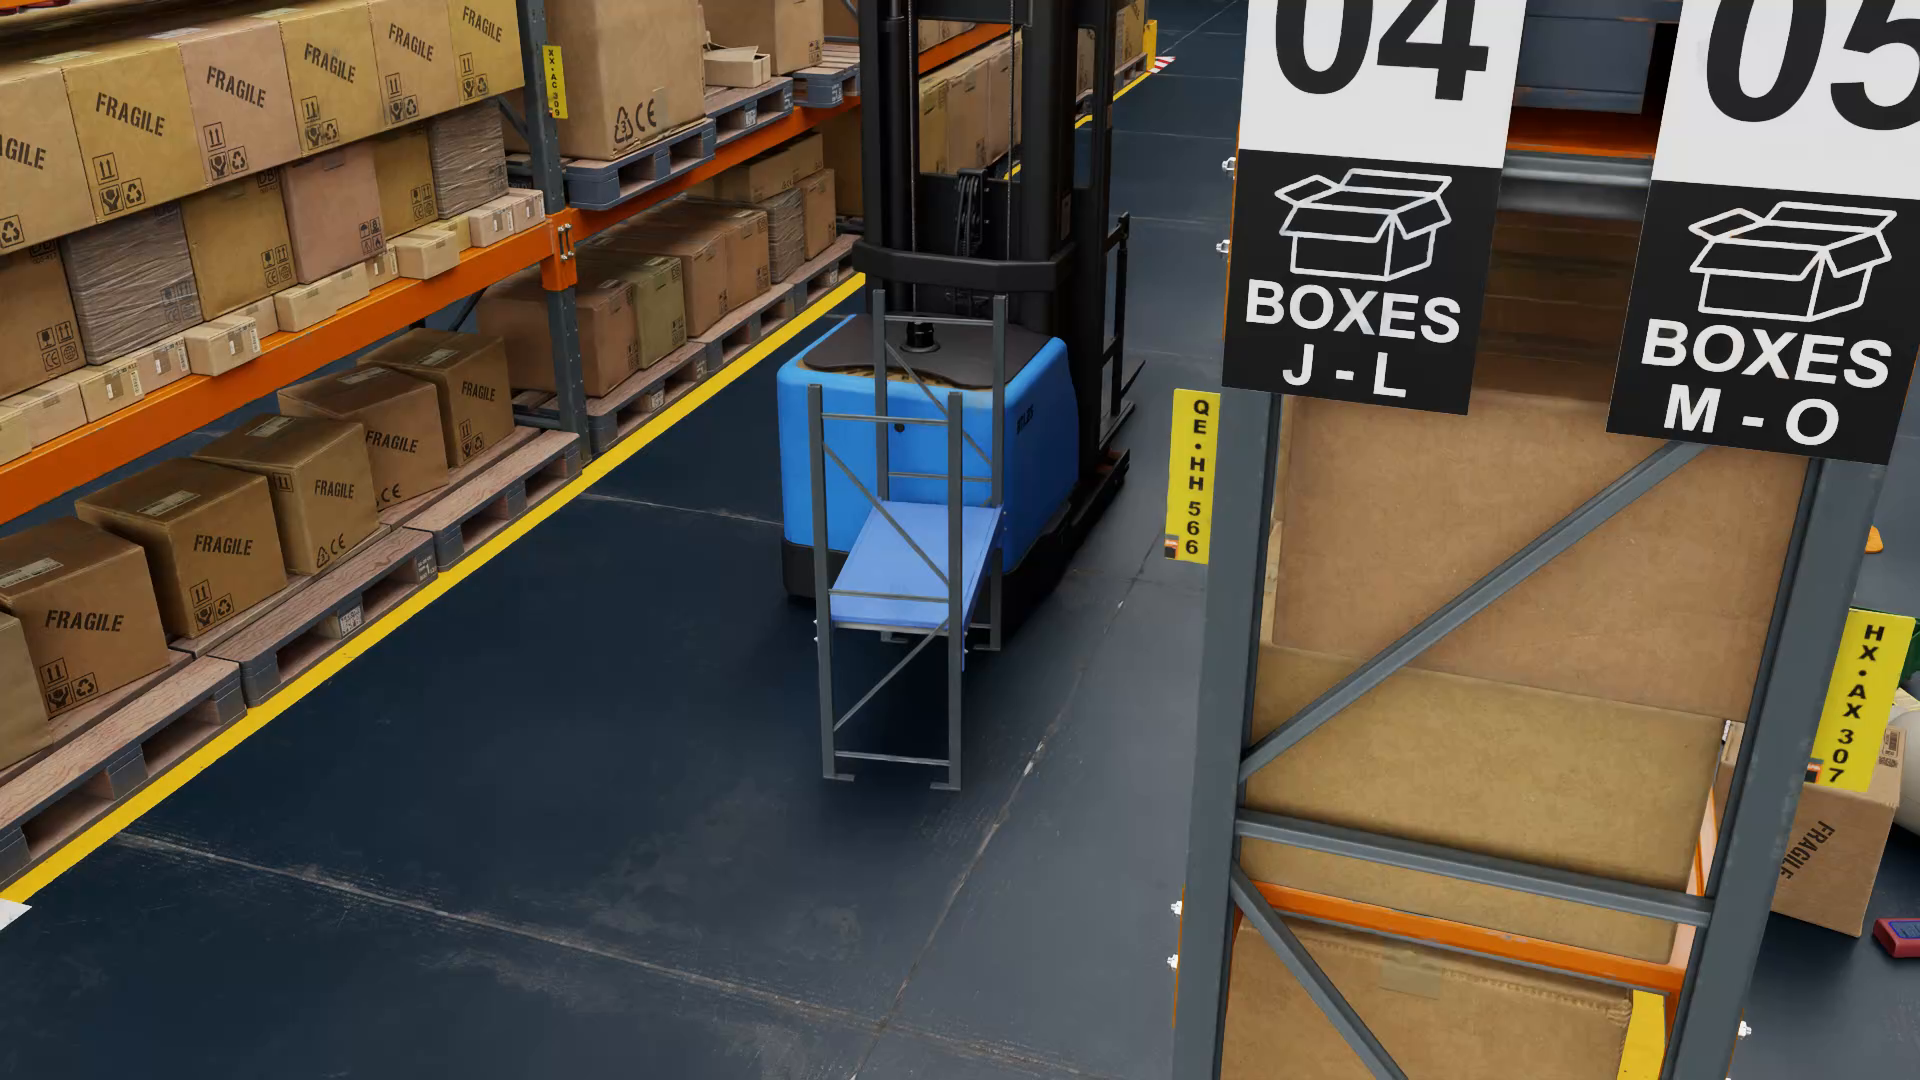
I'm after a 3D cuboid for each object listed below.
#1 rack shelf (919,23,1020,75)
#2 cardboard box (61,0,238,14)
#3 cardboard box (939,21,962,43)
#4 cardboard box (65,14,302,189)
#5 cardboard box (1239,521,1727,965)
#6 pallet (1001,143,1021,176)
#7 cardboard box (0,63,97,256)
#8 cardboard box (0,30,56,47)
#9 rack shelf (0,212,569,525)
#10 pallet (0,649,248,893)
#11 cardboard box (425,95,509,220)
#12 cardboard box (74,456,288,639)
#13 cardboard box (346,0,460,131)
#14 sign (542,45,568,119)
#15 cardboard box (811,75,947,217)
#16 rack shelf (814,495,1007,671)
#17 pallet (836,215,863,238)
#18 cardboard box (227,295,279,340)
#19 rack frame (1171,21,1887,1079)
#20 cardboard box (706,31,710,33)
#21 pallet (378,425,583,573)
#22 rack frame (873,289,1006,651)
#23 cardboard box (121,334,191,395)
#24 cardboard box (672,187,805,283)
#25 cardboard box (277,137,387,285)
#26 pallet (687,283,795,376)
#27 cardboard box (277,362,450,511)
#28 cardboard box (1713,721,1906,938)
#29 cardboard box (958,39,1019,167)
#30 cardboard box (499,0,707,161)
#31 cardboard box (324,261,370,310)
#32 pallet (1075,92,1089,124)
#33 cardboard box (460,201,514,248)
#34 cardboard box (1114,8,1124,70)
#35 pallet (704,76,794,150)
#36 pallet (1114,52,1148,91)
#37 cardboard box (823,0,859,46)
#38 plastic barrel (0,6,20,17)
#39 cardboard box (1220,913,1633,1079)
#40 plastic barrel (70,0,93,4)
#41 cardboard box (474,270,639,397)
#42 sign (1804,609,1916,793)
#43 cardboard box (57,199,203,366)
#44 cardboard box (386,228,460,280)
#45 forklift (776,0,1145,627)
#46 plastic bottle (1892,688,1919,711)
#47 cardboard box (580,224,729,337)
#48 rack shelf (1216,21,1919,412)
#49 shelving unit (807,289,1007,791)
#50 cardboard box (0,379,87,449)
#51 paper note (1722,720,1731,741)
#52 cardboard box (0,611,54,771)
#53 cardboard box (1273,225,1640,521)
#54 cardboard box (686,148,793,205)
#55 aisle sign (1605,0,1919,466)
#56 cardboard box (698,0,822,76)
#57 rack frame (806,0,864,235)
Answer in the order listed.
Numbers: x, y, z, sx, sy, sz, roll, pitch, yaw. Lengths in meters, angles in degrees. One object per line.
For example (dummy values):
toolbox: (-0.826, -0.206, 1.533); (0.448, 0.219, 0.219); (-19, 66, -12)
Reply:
rack shelf: (-0.391, -3.942, 13.275); (1.077, 0.370, 4.000); (9, 27, 17)
cardboard box: (-3.109, -1.870, 6.567); (0.500, 0.500, 0.500); (9, 27, 17)
cardboard box: (-0.302, -4.073, 12.605); (0.500, 0.500, 0.500); (8, 27, 17)
cardboard box: (-2.780, -1.588, 5.985); (0.500, 0.500, 0.500); (9, 27, 17)
cardboard box: (1.006, 0.378, 3.356); (0.875, 0.550, 0.550); (9, 27, 17)
pallet: (0.089, -3.505, 14.746); (1.003, 0.211, 1.213); (9, 27, 17)
cardboard box: (-3.106, -1.176, 5.134); (0.500, 0.500, 0.500); (9, 27, 17)
cardboard box: (-3.439, -1.459, 5.717); (0.500, 0.500, 0.500); (9, 27, 17)
rack shelf: (-3.053, -0.655, 6.485); (1.077, 0.370, 4.000); (9, 27, 17)
pallet: (-3.390, 0.739, 5.982); (1.003, 0.211, 1.213); (9, 27, 17)
cardboard box: (-2.596, -1.803, 7.576); (0.875, 0.500, 0.500); (9, 27, 17)
cardboard box: (-3.102, 0.020, 6.653); (0.500, 0.500, 0.500); (11, 28, 22)
cardboard box: (-2.443, -1.999, 6.833); (0.500, 0.500, 0.500); (9, 27, 17)
sign: (-1.874, -2.114, 7.682); (0.100, 0.325, 0.005); (9, 27, 17)
cardboard box: (-0.807, -2.957, 12.372); (1.225, 0.875, 0.875); (7, 27, 15)
rack shelf: (-0.160, 0.137, 6.159); (0.538, 0.185, 1.000); (4, 26, 8)
pallet: (-0.723, -2.502, 12.675); (1.003, 0.211, 1.213); (9, 27, 17)
cardboard box: (-2.850, -0.850, 6.352); (0.380, 0.149, 0.250); (9, 27, 17)
rack frame: (0.925, 0.604, 3.060); (1.000, 3.000, 0.127); (9, 27, 17)
cardboard box: (-1.831, -2.910, 10.009); (0.500, 0.250, 0.500); (8, 27, 16)
pallet: (-2.578, -0.264, 8.053); (1.003, 0.211, 1.213); (9, 27, 17)
rack frame: (-0.079, -0.244, 6.532); (0.500, 1.500, 0.032); (4, 26, 8)
cardboard box: (-2.989, -0.641, 5.919); (0.380, 0.149, 0.250); (9, 27, 17)
cardboard box: (-1.433, -2.009, 10.821); (0.700, 0.500, 0.500); (6, 27, 13)
cardboard box: (-2.867, -1.383, 6.708); (0.875, 0.500, 0.500); (9, 27, 17)
pallet: (-1.726, -1.368, 10.334); (1.003, 0.211, 1.213); (9, 27, 17)
cardboard box: (-2.742, -0.469, 7.663); (0.500, 0.500, 0.500); (19, 32, 34)
cardboard box: (2.707, 0.871, 5.374); (0.500, 0.500, 0.500); (14, 29, 26)
cardboard box: (-0.216, -3.687, 13.880); (1.225, 0.875, 0.875); (8, 27, 16)
cardboard box: (-1.991, -2.566, 8.436); (1.000, 1.000, 1.000); (9, 27, 18)
cardboard box: (-2.645, -1.050, 6.764); (0.380, 0.149, 0.250); (9, 27, 17)
pallet: (0.601, -4.134, 16.046); (1.003, 0.211, 1.213); (9, 27, 17)
cardboard box: (-2.274, -1.455, 7.601); (0.380, 0.149, 0.250); (9, 27, 17)
cardboard box: (1.165, -5.316, 17.243); (0.875, 0.875, 0.875); (9, 27, 17)
pallet: (-1.677, -2.538, 9.771); (1.003, 0.211, 1.213); (9, 27, 17)
pallet: (1.413, -5.137, 18.117); (1.003, 0.211, 1.213); (9, 27, 17)
cardboard box: (-0.638, -3.649, 11.730); (0.500, 0.500, 0.500); (10, 27, 19)
plastic barrel: (-6.289, -3.243, 10.849); (0.433, 0.535, 0.433); (0, 26, 0)
cardboard box: (1.088, 1.083, 4.027); (0.875, 0.875, 0.875); (9, 27, 18)
plastic barrel: (-6.008, -3.586, 11.586); (0.421, 0.512, 0.421); (0, 26, 0)
cardboard box: (-2.163, -1.122, 8.990); (0.700, 0.500, 0.500); (7, 27, 13)
sign: (1.446, 0.262, 2.683); (0.100, 0.325, 0.005); (9, 27, 17)
cardboard box: (-3.250, -0.980, 5.875); (0.875, 0.500, 0.500); (9, 27, 17)
cardboard box: (-2.392, -1.242, 7.161); (0.380, 0.149, 0.250); (9, 27, 17)
forklift: (0.213, -1.578, 7.645); (1.130, 2.935, 3.031); (9, 27, 18)
plastic bottle: (3.587, 0.615, 6.409); (0.133, 0.061, 0.283); (-5, 26, -9)
cardboard box: (-1.801, -1.546, 9.864); (0.700, 0.500, 0.500); (6, 27, 13)
rack shelf: (1.590, -1.244, 4.260); (1.077, 0.370, 4.000); (9, 27, 17)
shelving unit: (-0.160, -0.025, 6.080); (0.538, 1.500, 1.048); (4, 26, 8)
cardboard box: (-3.137, -0.432, 5.489); (0.380, 0.149, 0.250); (9, 27, 17)
paper note: (2.886, 0.704, 6.260); (0.147, 0.020, 0.142); (-9, 27, -18)
cardboard box: (-3.495, 0.525, 5.609); (0.500, 0.500, 0.500); (14, 29, 27)
cardboard box: (1.181, -0.335, 3.590); (0.875, 0.550, 0.550); (9, 27, 17)
cardboard box: (-1.418, -2.355, 10.676); (0.500, 0.250, 0.500); (12, 28, 23)
aisle sign: (1.184, -0.493, 2.343); (0.394, 0.787, 0.004); (9, 27, 17)
cardboard box: (-1.290, -3.206, 10.334); (0.700, 0.500, 0.500); (13, 29, 25)
rack frame: (-1.057, -3.444, 11.421); (1.000, 3.000, 0.127); (9, 27, 17)
